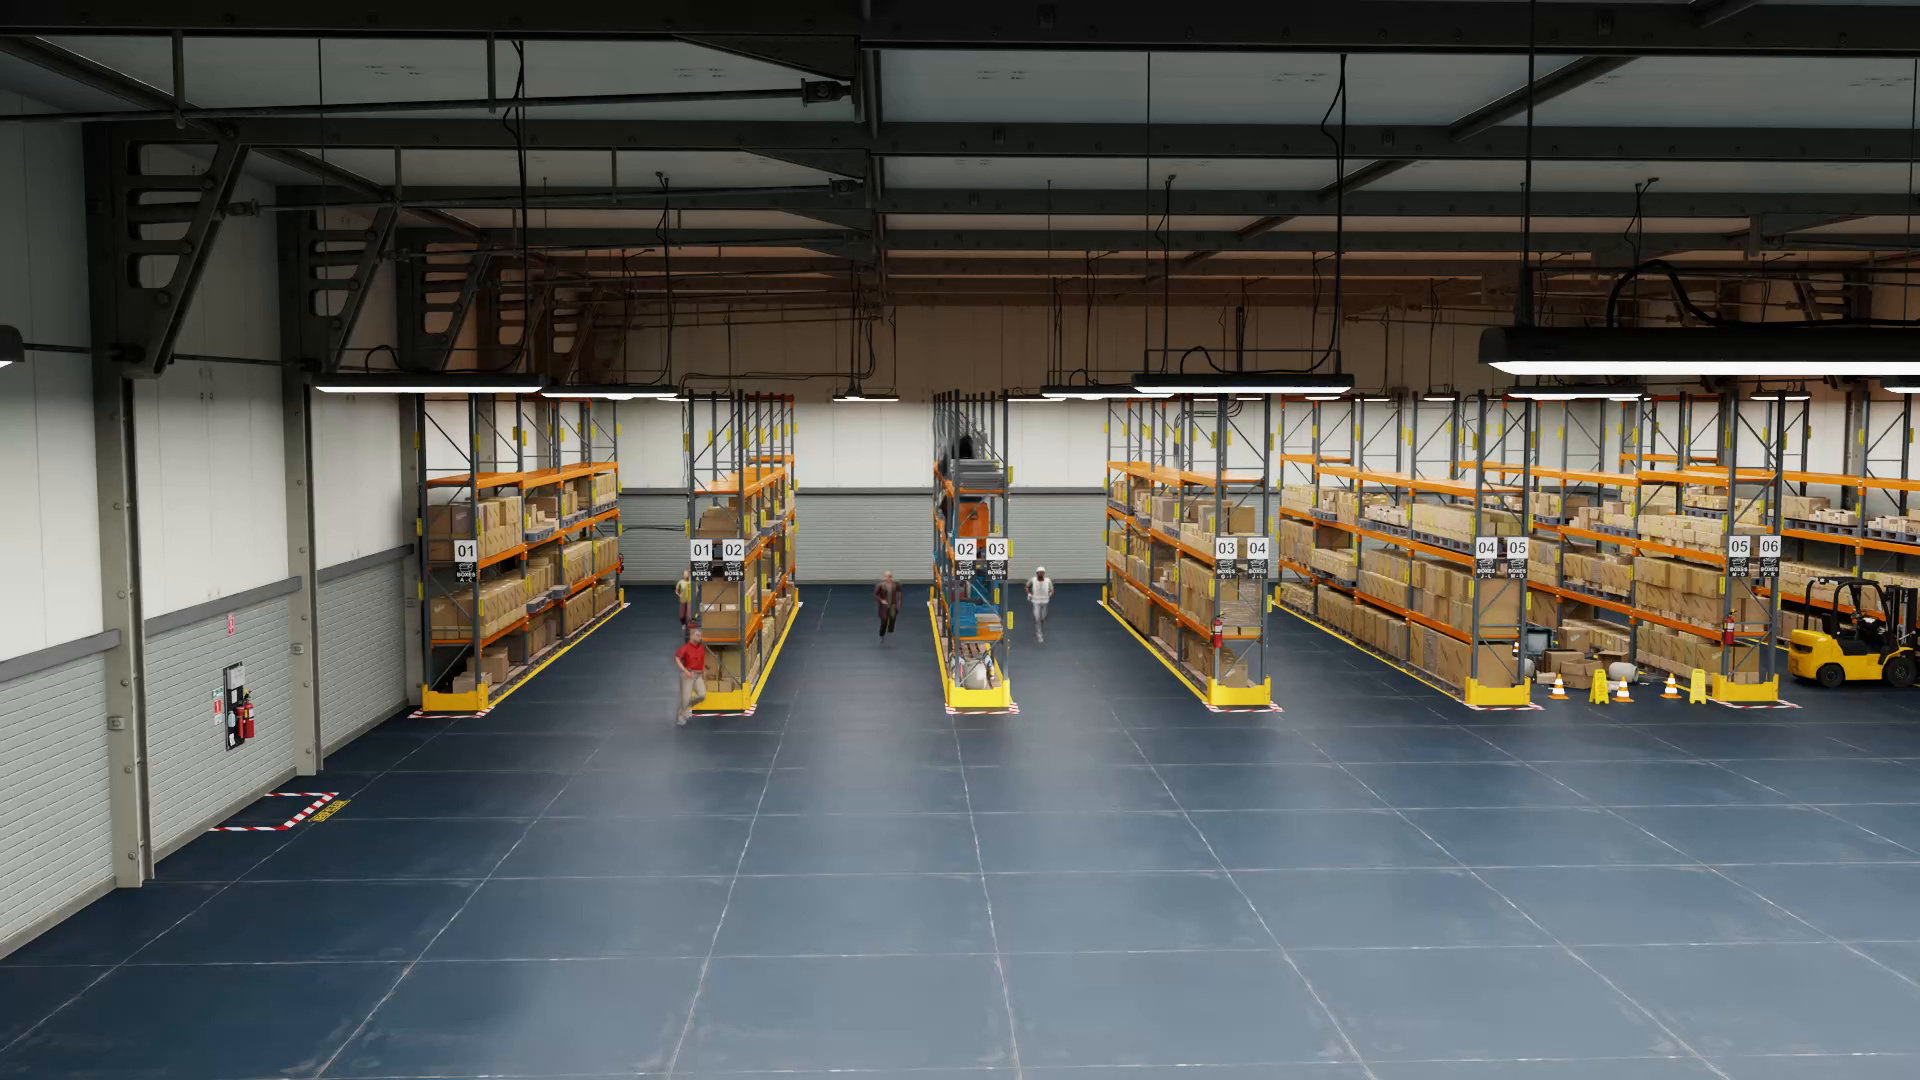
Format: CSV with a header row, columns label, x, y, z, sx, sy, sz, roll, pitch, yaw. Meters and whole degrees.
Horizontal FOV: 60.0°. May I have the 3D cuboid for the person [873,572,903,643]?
label,x,y,z,sx,sy,sz,roll,pitch,yaw
person,-1.705,1.604,39.312,0.733,1.739,0.944,-1,5,-12

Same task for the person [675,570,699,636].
label,x,y,z,sx,sy,sz,roll,pitch,yaw
person,-6.771,1.544,41.259,0.588,1.628,0.758,-1,5,-7

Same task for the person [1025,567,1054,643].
label,x,y,z,sx,sy,sz,roll,pitch,yaw
person,1.945,1.537,40.258,0.681,1.794,0.990,-1,5,-8

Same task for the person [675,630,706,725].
label,x,y,z,sx,sy,sz,roll,pitch,yaw
person,-4.790,2.456,29.934,0.525,1.664,0.717,4,6,42
